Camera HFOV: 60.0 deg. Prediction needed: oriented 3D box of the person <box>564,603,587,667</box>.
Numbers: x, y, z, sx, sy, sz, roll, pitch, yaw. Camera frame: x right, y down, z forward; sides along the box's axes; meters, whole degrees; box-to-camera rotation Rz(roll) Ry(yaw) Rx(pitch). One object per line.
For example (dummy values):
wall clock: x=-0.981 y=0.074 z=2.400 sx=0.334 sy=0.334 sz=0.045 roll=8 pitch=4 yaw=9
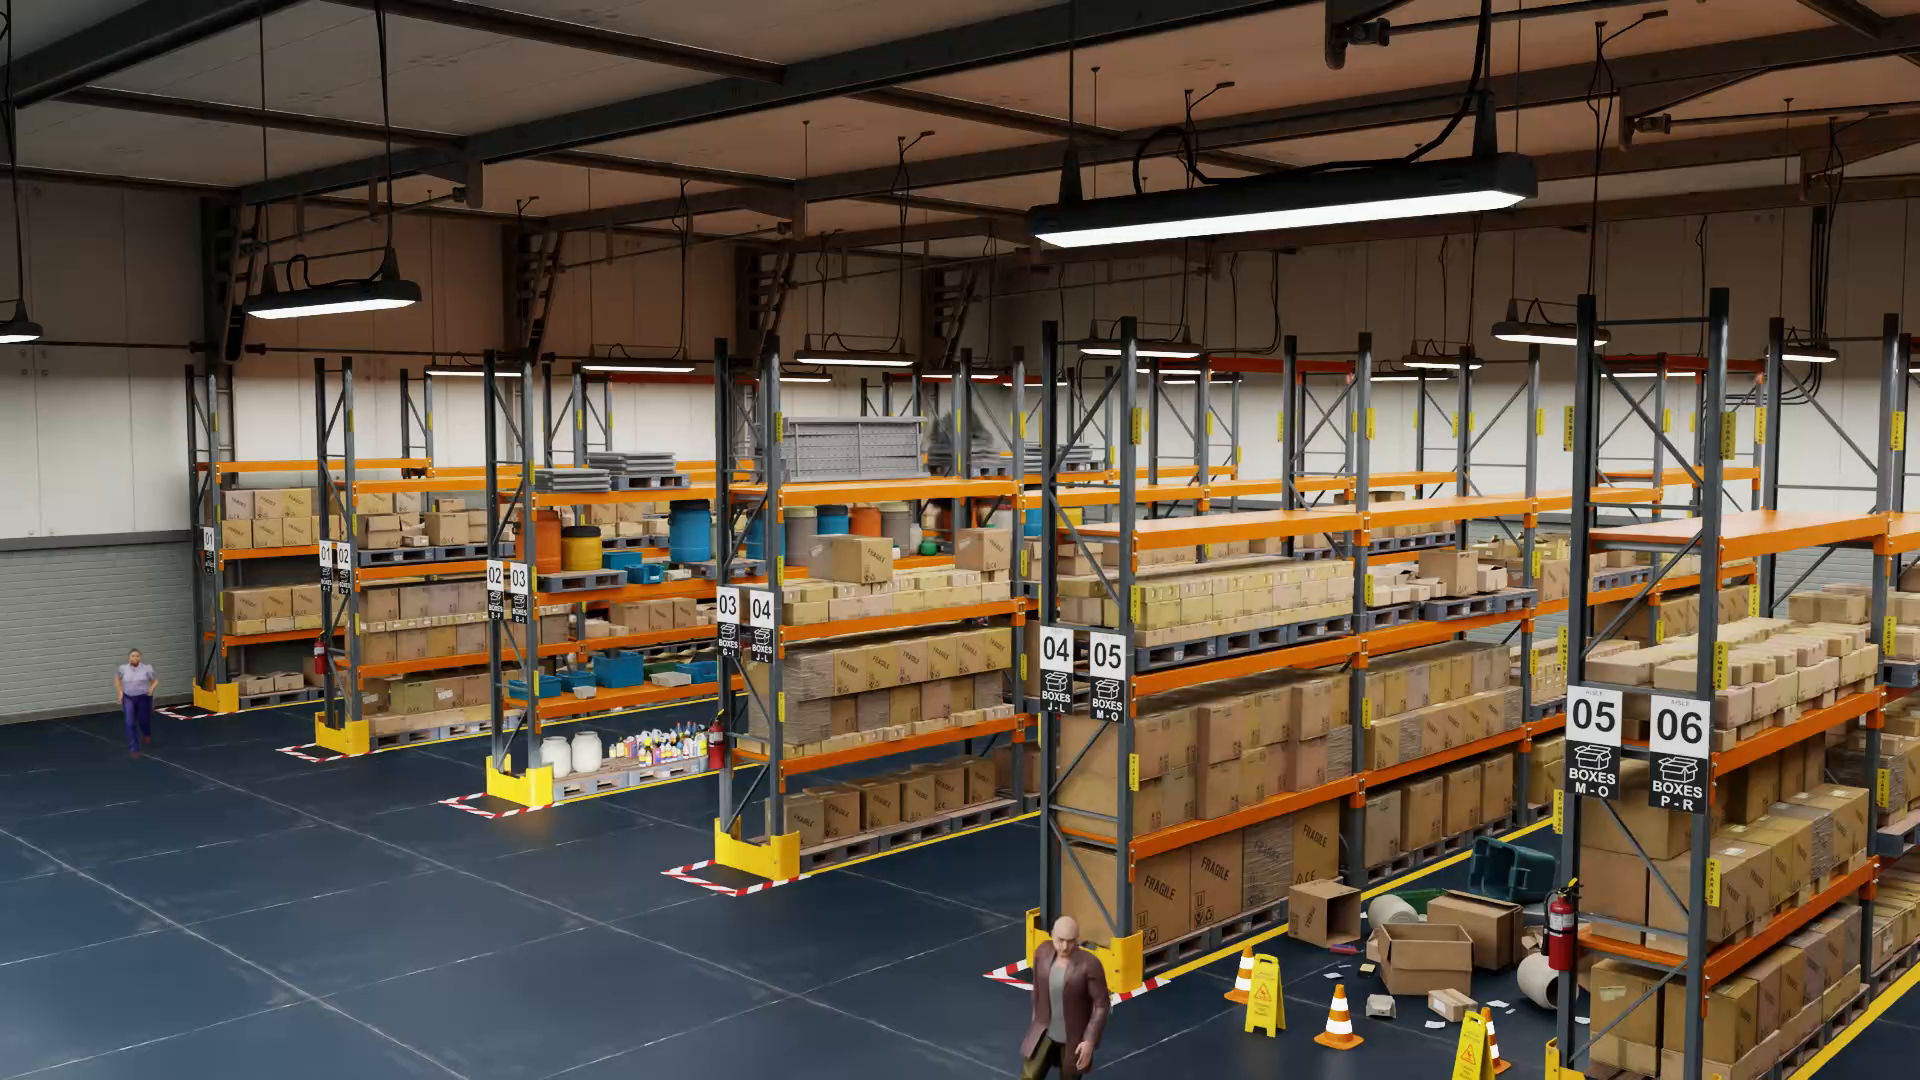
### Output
person: x=-7.051 y=1.962 z=30.344 sx=0.620 sy=1.724 sz=0.974 roll=4 pitch=6 yaw=40

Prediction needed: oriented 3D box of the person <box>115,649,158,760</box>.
person: x=-12.424 y=2.451 z=25.103 sx=0.586 sy=1.640 sz=0.845 roll=-2 pitch=5 yaw=-24

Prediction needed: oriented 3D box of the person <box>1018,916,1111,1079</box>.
person: x=0.737 y=3.414 z=11.495 sx=0.681 sy=1.729 sz=0.765 roll=2 pitch=5 yaw=21
